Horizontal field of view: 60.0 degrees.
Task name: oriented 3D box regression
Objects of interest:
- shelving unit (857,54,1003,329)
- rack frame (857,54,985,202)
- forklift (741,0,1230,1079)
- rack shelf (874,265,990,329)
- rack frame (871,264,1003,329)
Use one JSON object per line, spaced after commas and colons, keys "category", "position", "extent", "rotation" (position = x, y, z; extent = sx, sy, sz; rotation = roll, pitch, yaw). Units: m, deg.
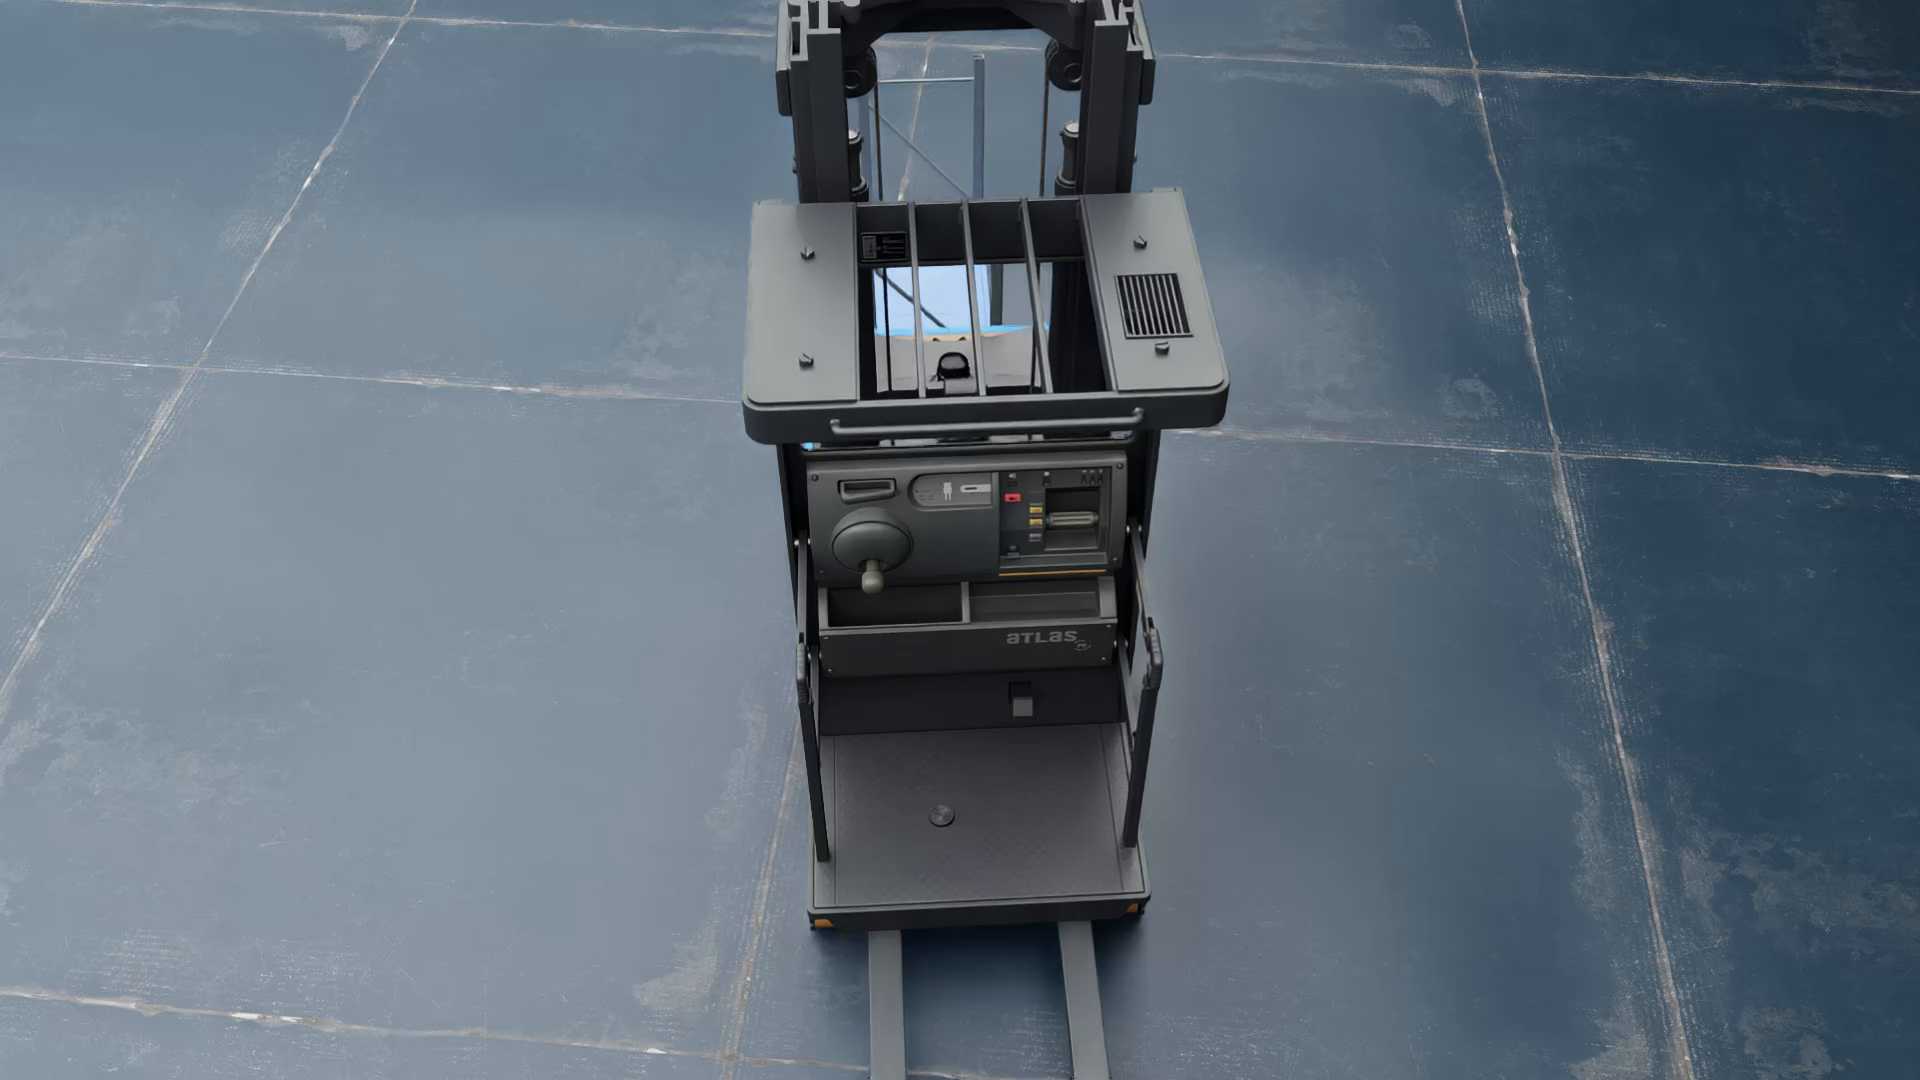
{"category": "shelving unit", "position": [-0.126, -0.980, 6.630], "extent": [0.538, 1.500, 1.048], "rotation": [-2, 48, -2]}
{"category": "rack frame", "position": [-0.154, -1.355, 6.973], "extent": [0.500, 1.500, 0.032], "rotation": [-2, 48, -2]}
{"category": "forklift", "position": [0.038, 0.048, 4.720], "extent": [1.130, 2.935, 3.031], "rotation": [-2, 48, -2]}
{"category": "rack shelf", "position": [-0.126, -0.859, 6.763], "extent": [0.538, 0.185, 1.000], "rotation": [-2, 48, -2]}
{"category": "rack frame", "position": [-0.098, -0.606, 6.288], "extent": [0.500, 1.500, 0.032], "rotation": [-2, 48, -2]}
